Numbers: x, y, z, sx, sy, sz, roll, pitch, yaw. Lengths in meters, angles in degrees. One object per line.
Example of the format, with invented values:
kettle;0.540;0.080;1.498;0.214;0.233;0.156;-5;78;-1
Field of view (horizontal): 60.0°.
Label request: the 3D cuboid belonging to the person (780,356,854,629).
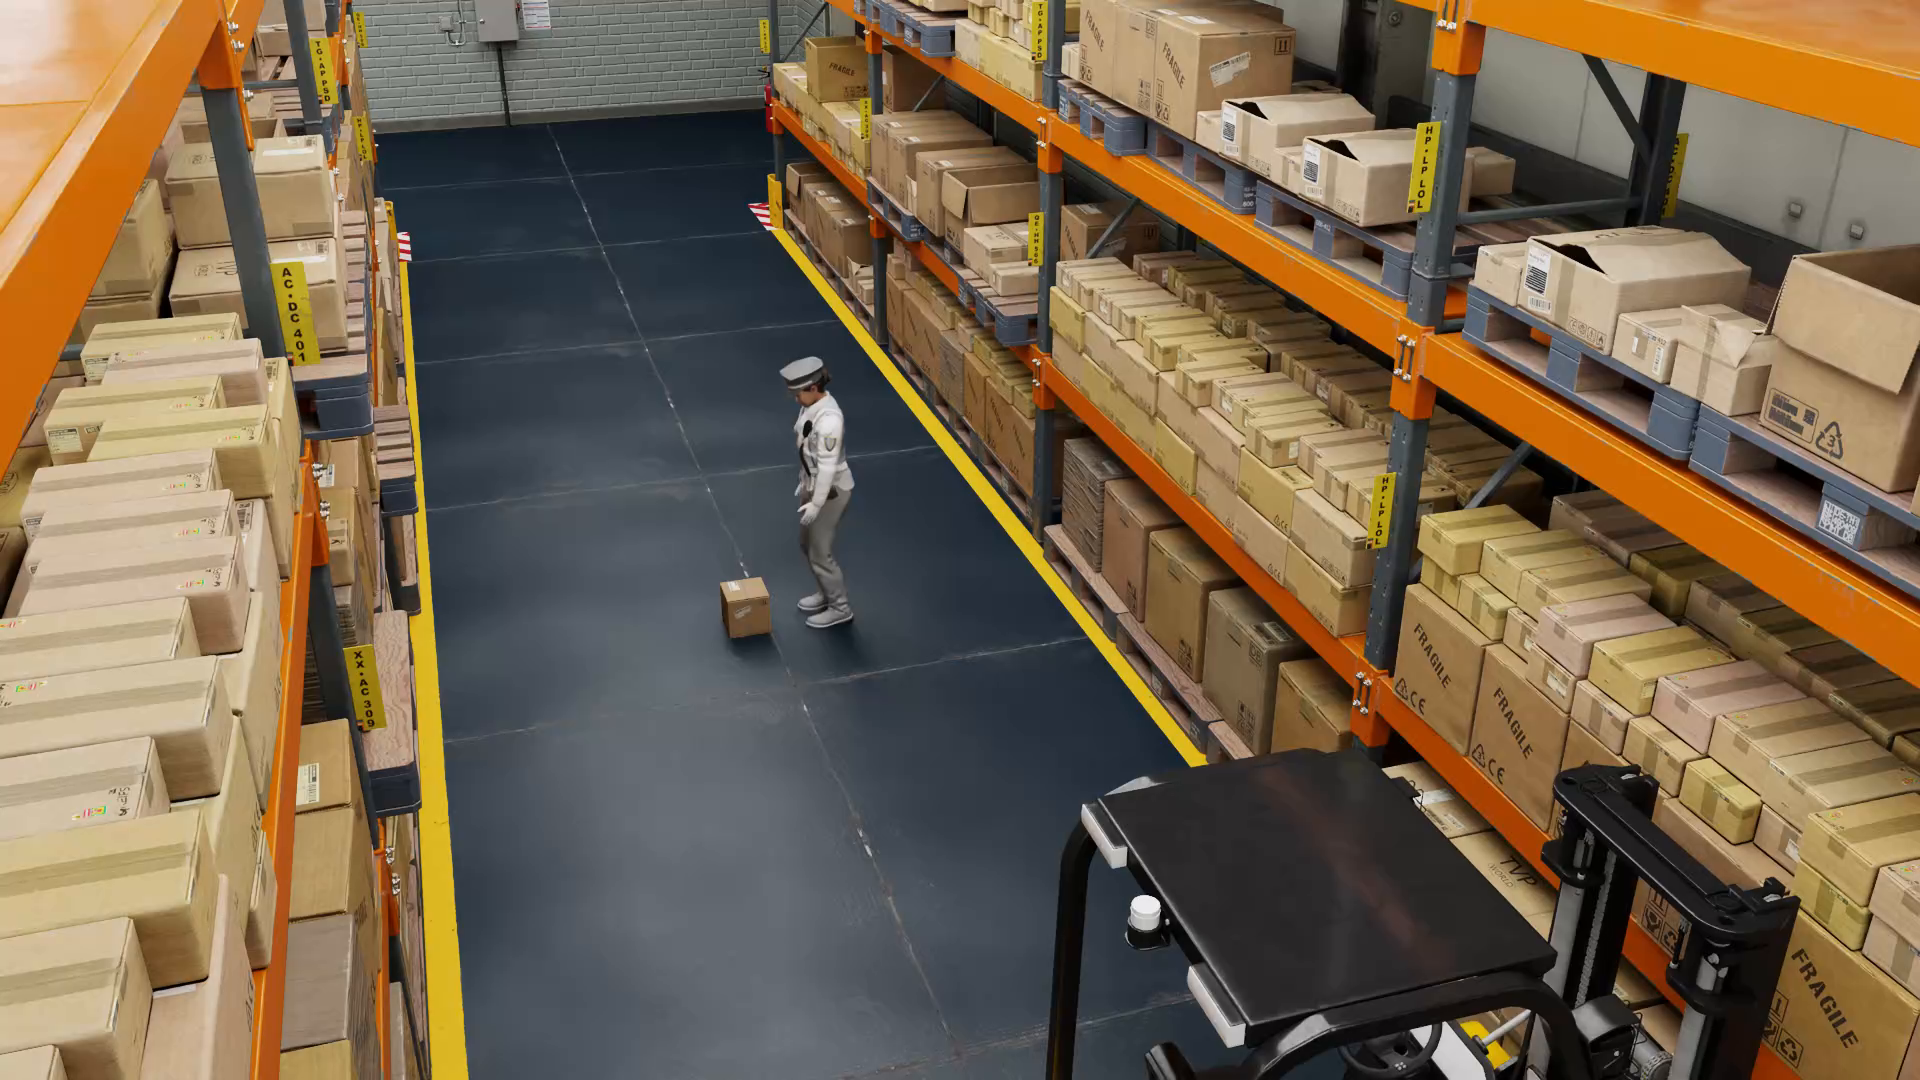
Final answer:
person;-0.816;-0.272;9.692;0.396;1.647;0.488;-8;27;-15
